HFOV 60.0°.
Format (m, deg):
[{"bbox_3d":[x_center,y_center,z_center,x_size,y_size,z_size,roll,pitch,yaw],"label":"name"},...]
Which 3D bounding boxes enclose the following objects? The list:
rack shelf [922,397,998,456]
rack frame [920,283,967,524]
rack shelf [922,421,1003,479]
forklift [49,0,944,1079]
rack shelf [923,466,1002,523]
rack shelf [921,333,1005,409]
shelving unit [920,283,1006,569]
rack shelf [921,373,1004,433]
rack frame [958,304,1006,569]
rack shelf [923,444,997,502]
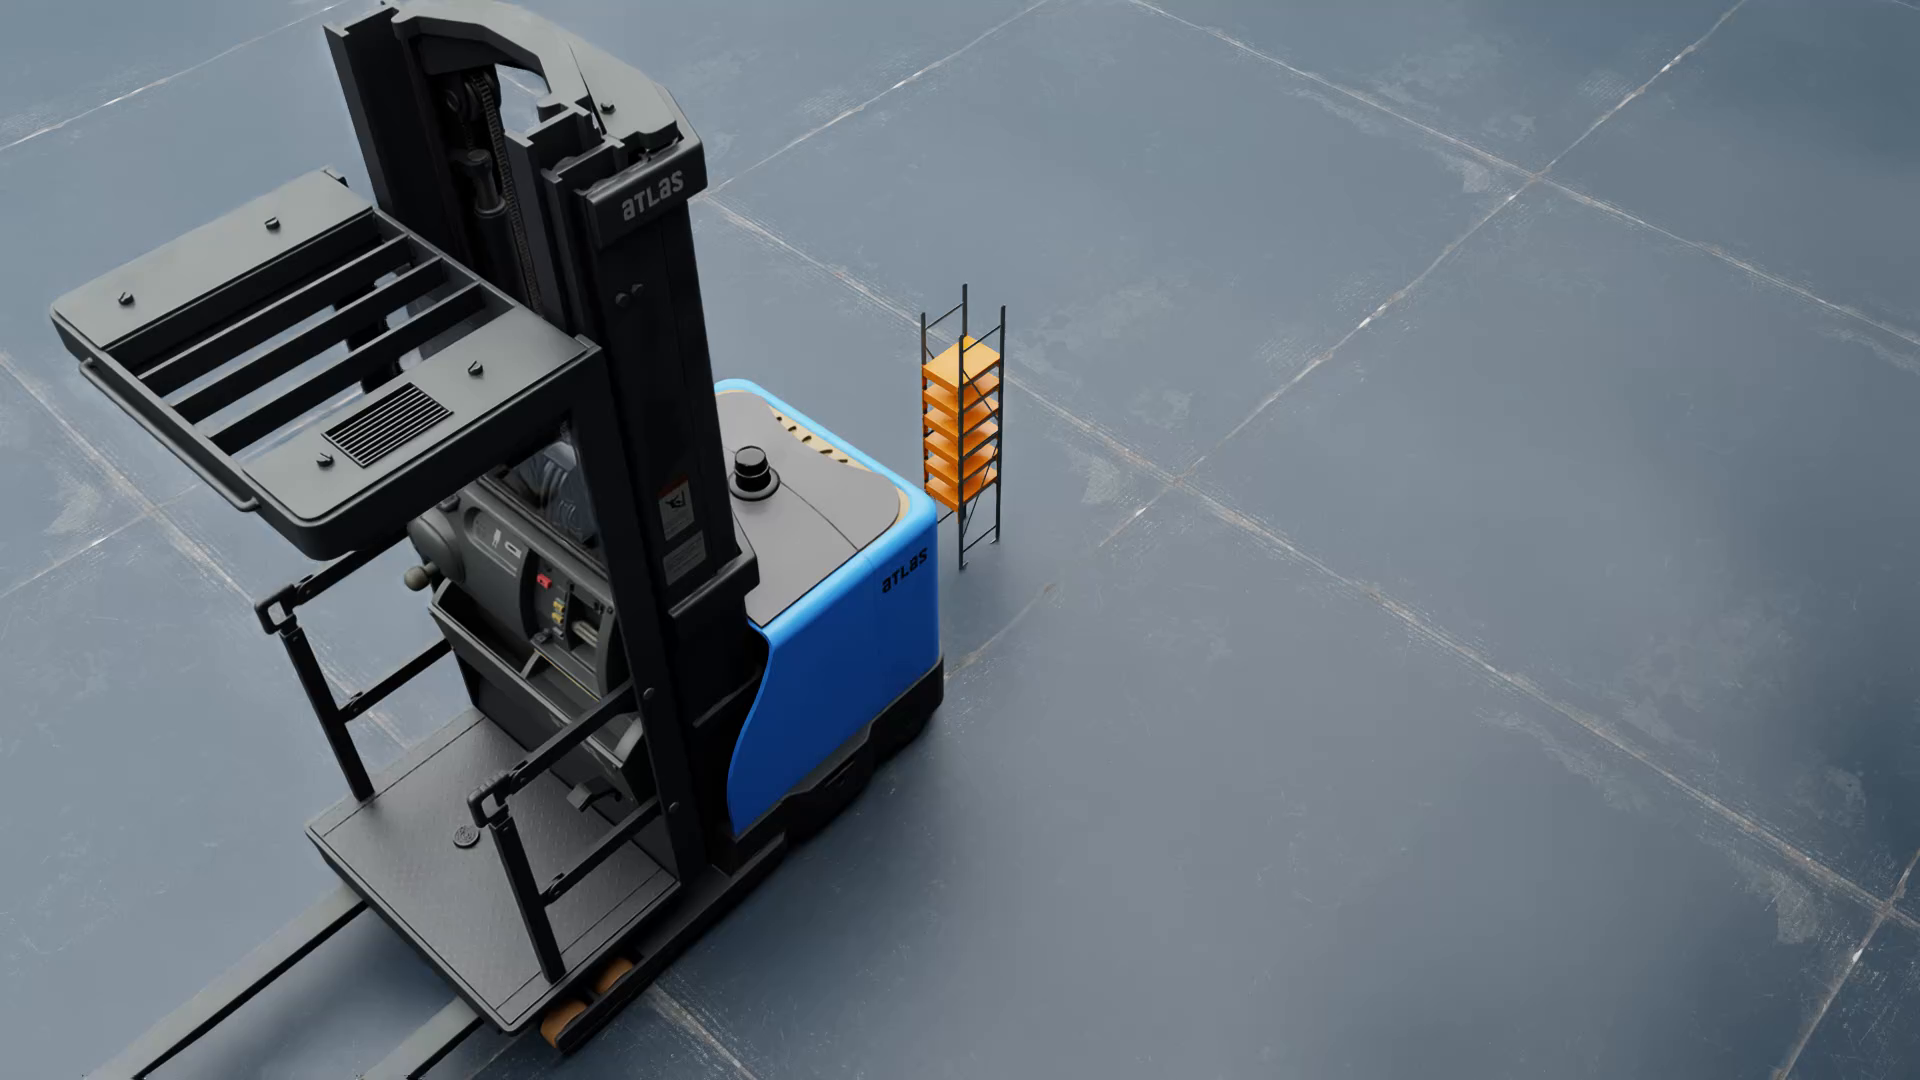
[{"bbox_3d":[0.011,-0.455,6.251,0.180,0.103,0.258,34,55,28],"label":"rack shelf"},{"bbox_3d":[-0.057,-0.449,6.348,0.006,1.200,0.240,34,55,28],"label":"rack frame"},{"bbox_3d":[0.011,-0.373,6.338,0.180,0.103,0.258,34,55,28],"label":"rack shelf"},{"bbox_3d":[-1.414,0.175,4.575,1.130,2.935,3.031,33,55,27],"label":"forklift"},{"bbox_3d":[0.011,-0.209,6.513,0.180,0.103,0.258,34,55,28],"label":"rack shelf"},{"bbox_3d":[0.011,-0.620,6.076,0.180,0.103,0.258,34,55,28],"label":"rack shelf"},{"bbox_3d":[0.011,-0.404,6.306,0.189,1.200,0.258,34,55,28],"label":"shelving unit"},{"bbox_3d":[0.011,-0.537,6.163,0.180,0.103,0.258,34,55,28],"label":"rack shelf"},{"bbox_3d":[0.078,-0.358,6.263,0.006,1.200,0.240,34,55,28],"label":"rack frame"},{"bbox_3d":[0.011,-0.291,6.426,0.180,0.103,0.258,34,55,28],"label":"rack shelf"}]
